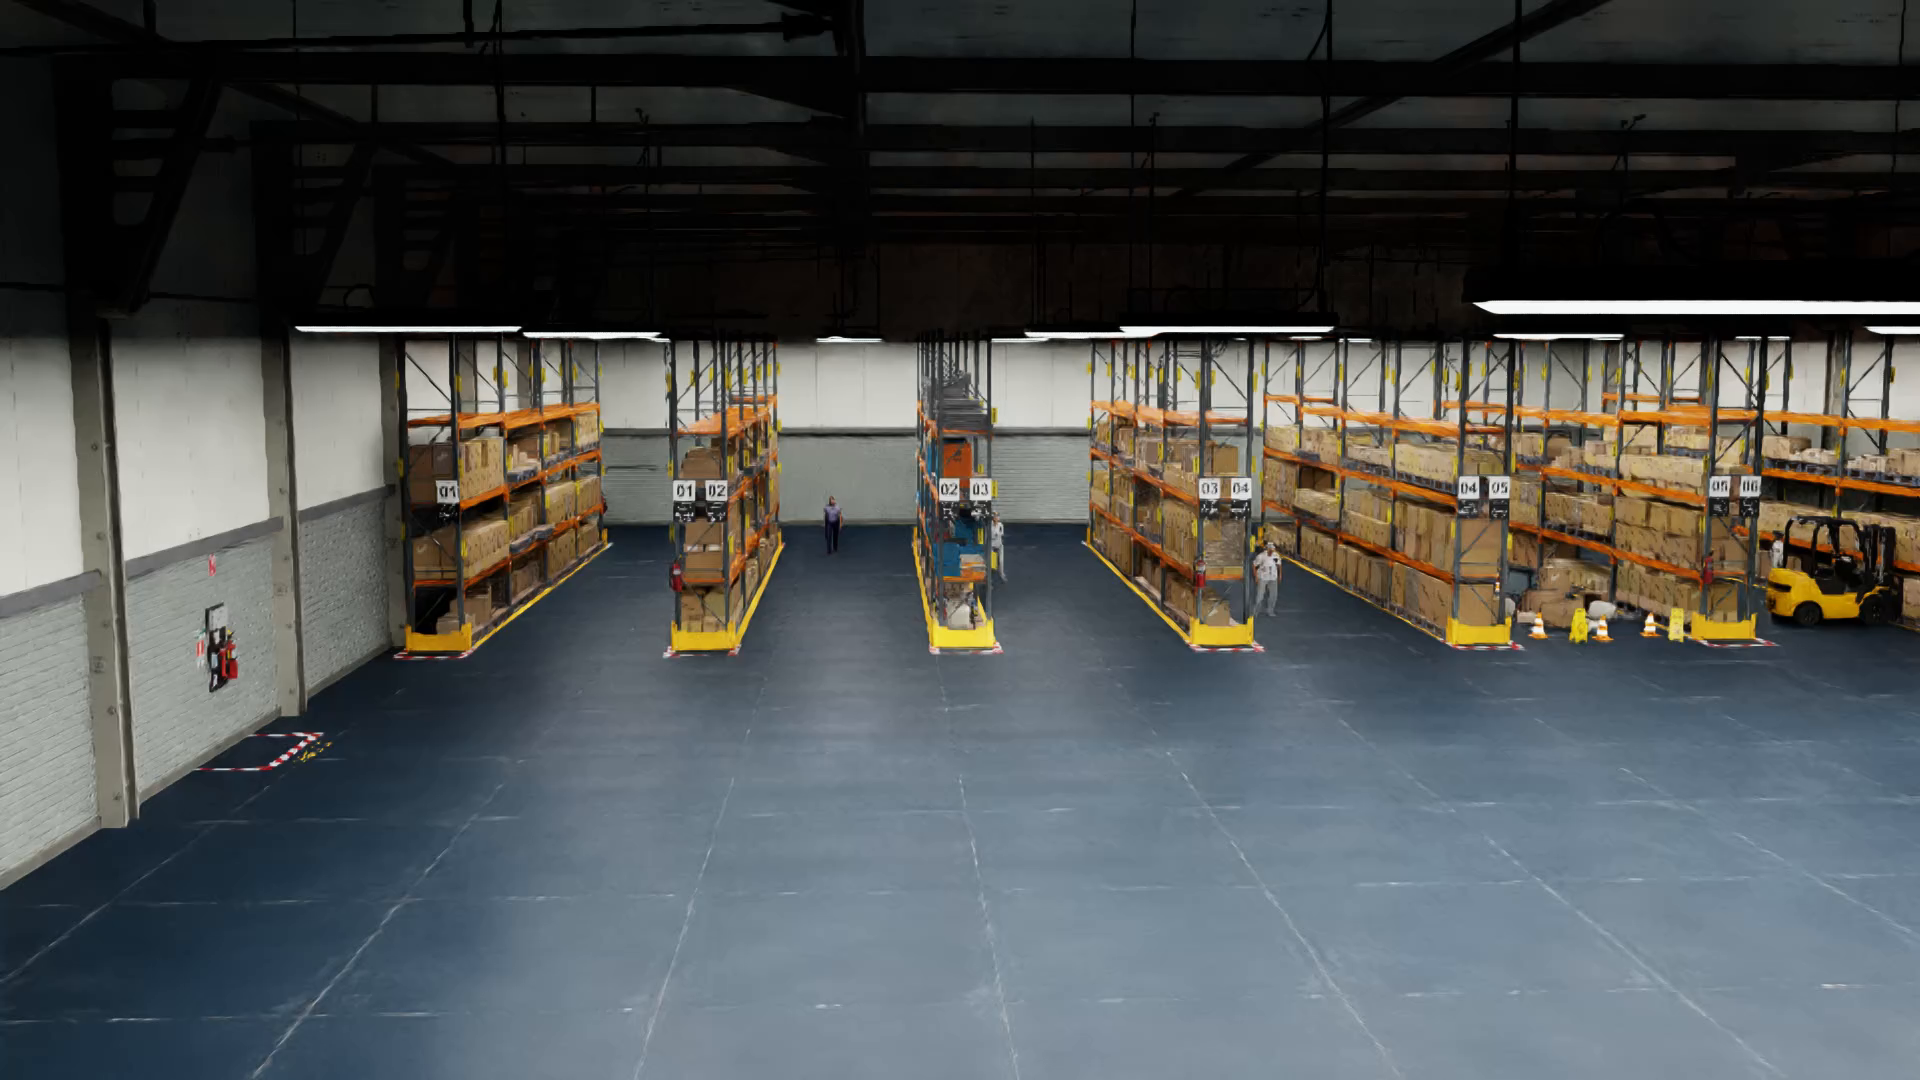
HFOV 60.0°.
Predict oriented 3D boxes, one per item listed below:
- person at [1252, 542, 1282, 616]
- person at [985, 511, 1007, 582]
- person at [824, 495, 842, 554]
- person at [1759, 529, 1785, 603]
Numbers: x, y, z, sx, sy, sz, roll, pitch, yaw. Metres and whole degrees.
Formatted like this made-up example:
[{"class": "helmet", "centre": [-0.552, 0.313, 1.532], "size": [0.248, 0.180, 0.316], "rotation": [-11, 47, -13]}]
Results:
[{"class": "person", "centre": [6.462, 0.818, 34.953], "size": [0.625, 1.611, 0.582], "rotation": [-1, 7, -5]}, {"class": "person", "centre": [0.792, 0.129, 38.149], "size": [0.483, 1.620, 0.995], "rotation": [-1, 7, -11]}, {"class": "person", "centre": [-3.477, -0.444, 45.621], "size": [0.491, 1.590, 0.991], "rotation": [0, 7, -4]}, {"class": "person", "centre": [17.866, 0.591, 36.438], "size": [0.545, 1.667, 0.571], "rotation": [3, 7, 24]}]
